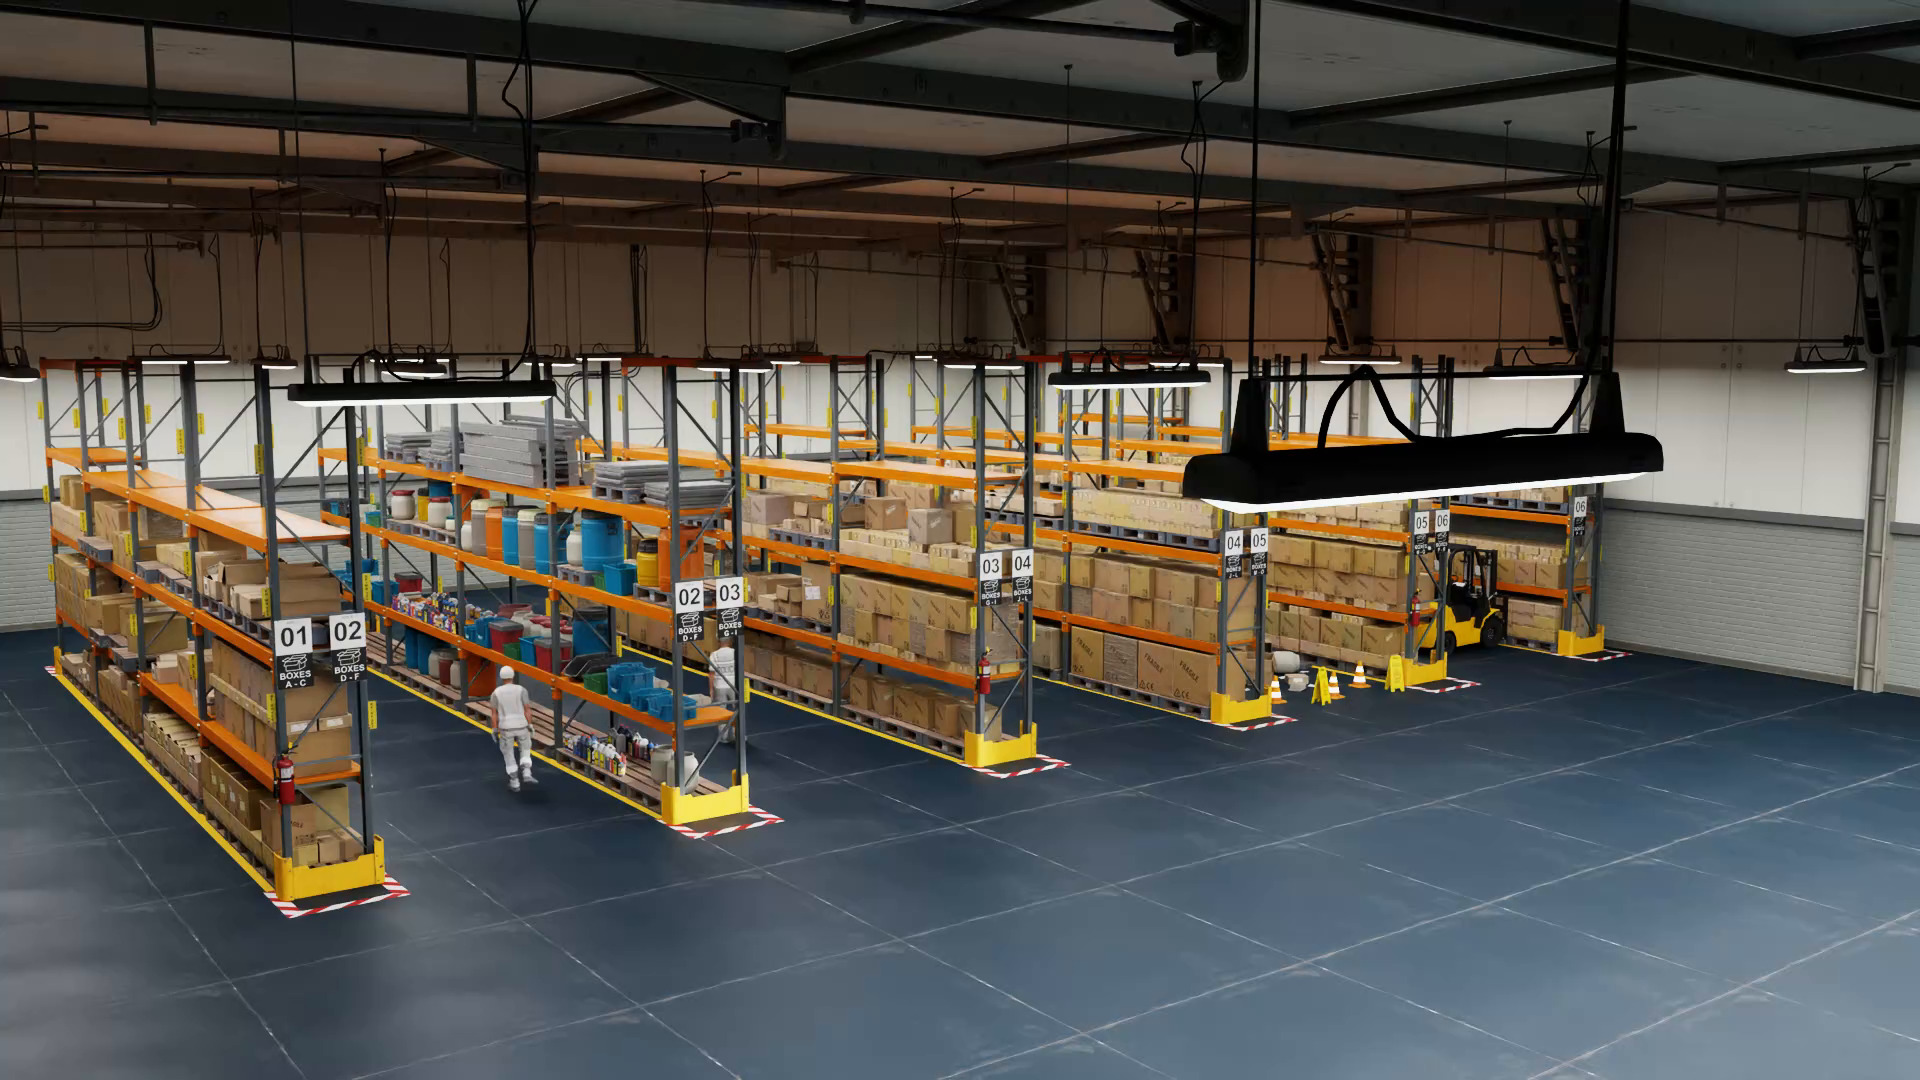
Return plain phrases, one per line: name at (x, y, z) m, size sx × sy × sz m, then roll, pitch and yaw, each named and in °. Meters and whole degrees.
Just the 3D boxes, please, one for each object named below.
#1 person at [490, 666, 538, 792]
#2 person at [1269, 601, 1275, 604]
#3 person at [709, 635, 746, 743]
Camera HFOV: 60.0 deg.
person at (-6.255, 2.647, 23.301) m, size 0.582 × 1.768 × 0.537 m, roll -3°, pitch 8°, yaw -26°
person at (7.168, 1.010, 37.293) m, size 0.393 × 1.736 × 0.569 m, roll 3°, pitch 8°, yaw 25°
person at (-3.660, 2.329, 26.148) m, size 0.573 × 1.756 × 0.529 m, roll -1°, pitch 7°, yaw -8°
